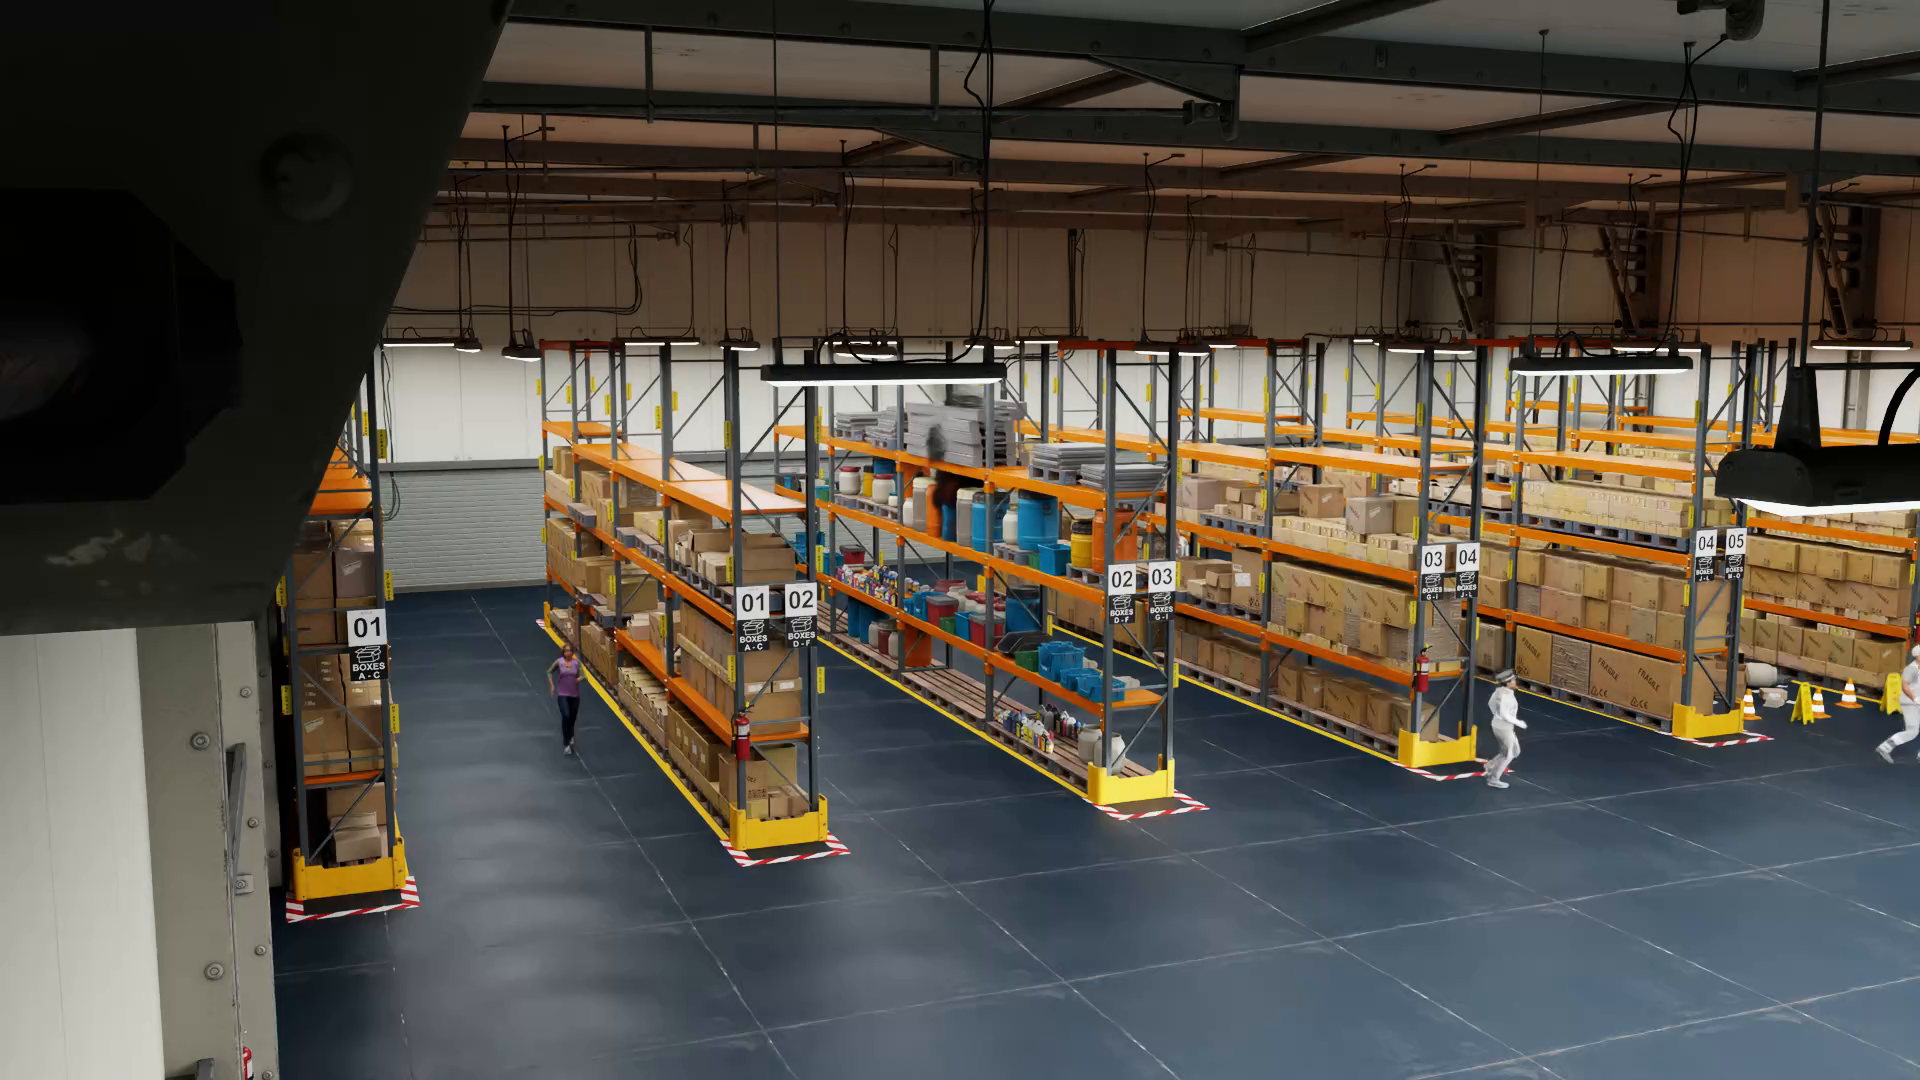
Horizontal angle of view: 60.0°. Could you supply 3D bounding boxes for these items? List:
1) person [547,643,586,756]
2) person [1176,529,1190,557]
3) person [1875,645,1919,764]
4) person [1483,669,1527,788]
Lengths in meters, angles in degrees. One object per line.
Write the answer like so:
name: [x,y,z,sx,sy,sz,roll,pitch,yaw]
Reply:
person: [-5.813,2.337,24.657,0.509,1.647,0.728,-4,8,-27]
person: [4.917,0.564,37.682,0.729,1.731,0.842,-2,8,-13]
person: [13.657,2.386,23.858,0.732,1.778,0.885,6,10,39]
person: [7.439,2.572,22.663,0.537,1.659,0.619,2,8,13]
